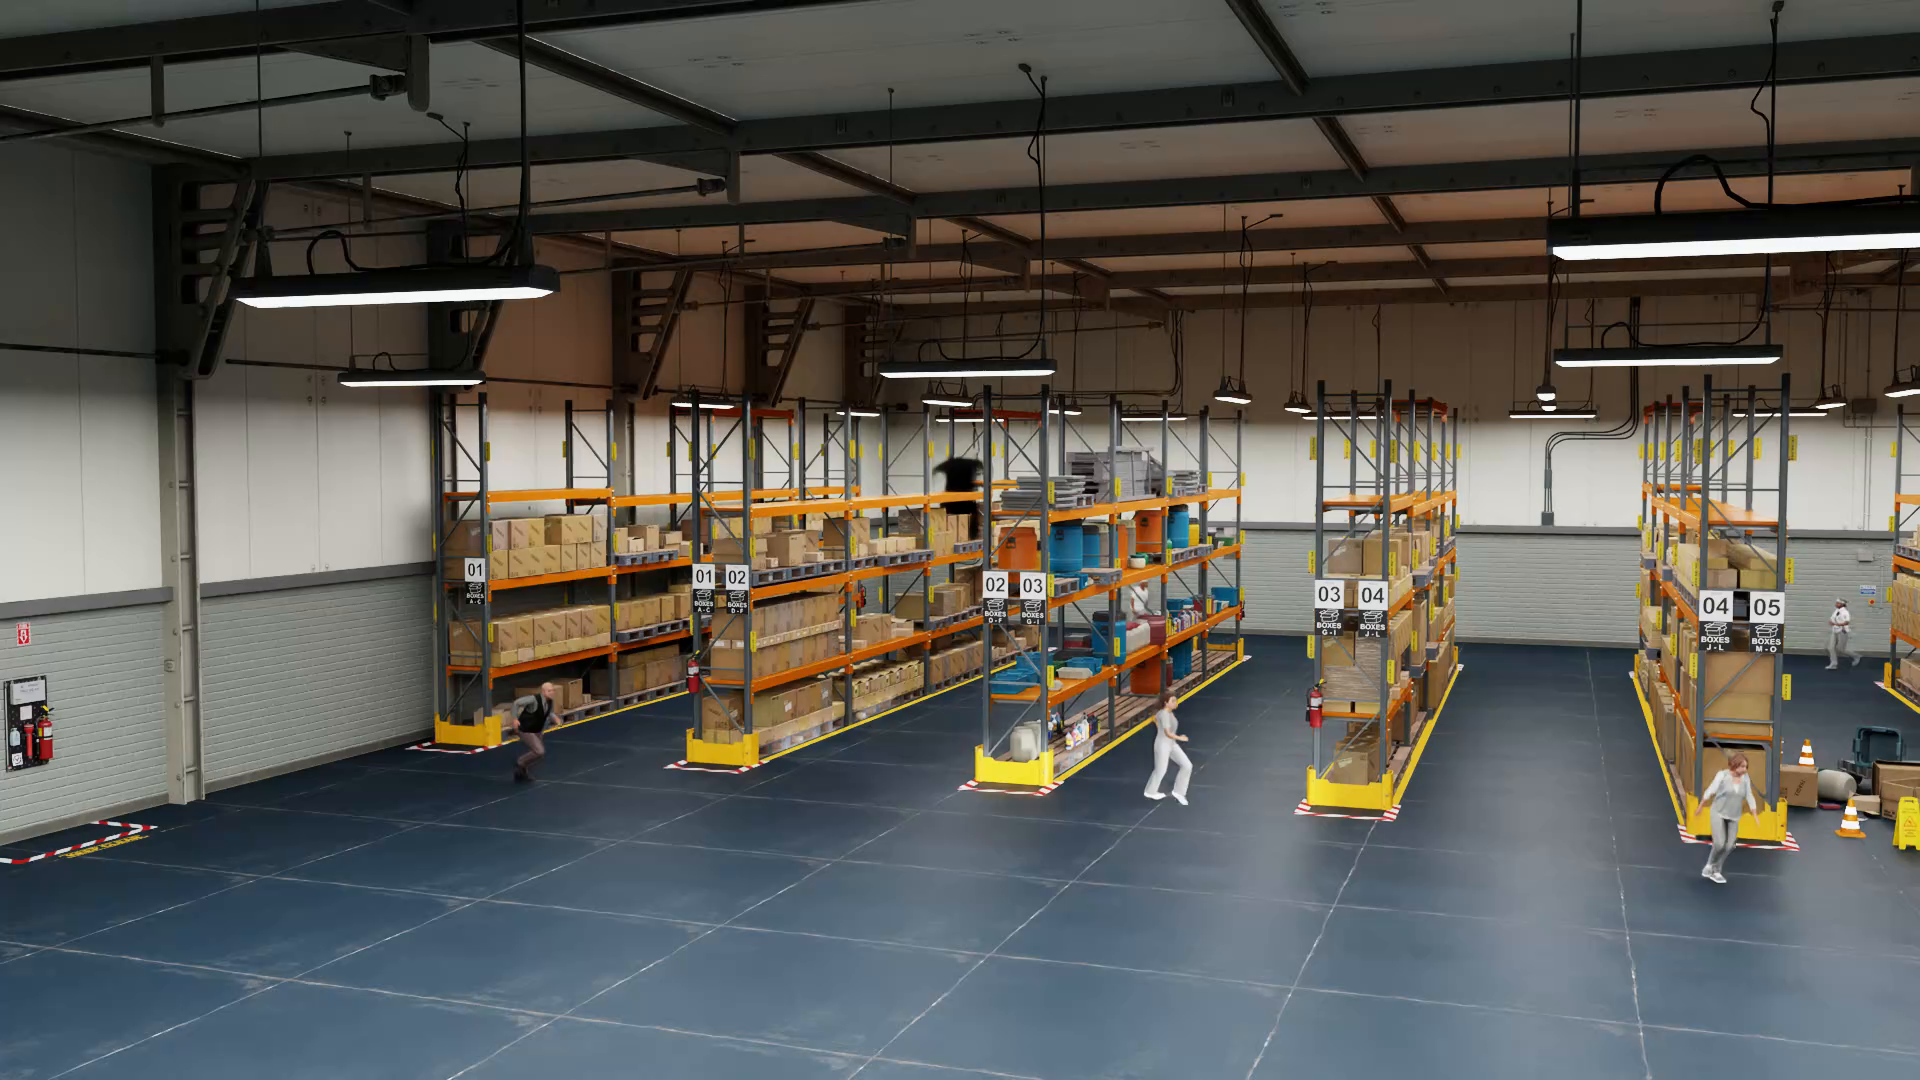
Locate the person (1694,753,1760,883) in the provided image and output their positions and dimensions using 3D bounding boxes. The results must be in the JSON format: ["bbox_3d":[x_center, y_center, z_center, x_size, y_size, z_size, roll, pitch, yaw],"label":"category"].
[{"bbox_3d":[8.856,3.209,19.163,0.544,1.548,0.601,0,3,-5],"label":"person"}]

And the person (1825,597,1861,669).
[{"bbox_3d":[20.232,2.129,38.124,0.801,1.669,0.577,0,3,-2],"label":"person"}]

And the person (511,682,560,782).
[{"bbox_3d":[-6.405,2.900,24.985,0.859,1.541,0.685,2,3,28],"label":"person"}]

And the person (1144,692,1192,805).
[{"bbox_3d":[2.866,2.958,23.448,0.740,1.646,0.619,2,4,32],"label":"person"}]

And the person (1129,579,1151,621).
[{"bbox_3d":[4.662,1.828,43.903,0.775,1.710,0.870,-3,4,-44],"label":"person"}]
